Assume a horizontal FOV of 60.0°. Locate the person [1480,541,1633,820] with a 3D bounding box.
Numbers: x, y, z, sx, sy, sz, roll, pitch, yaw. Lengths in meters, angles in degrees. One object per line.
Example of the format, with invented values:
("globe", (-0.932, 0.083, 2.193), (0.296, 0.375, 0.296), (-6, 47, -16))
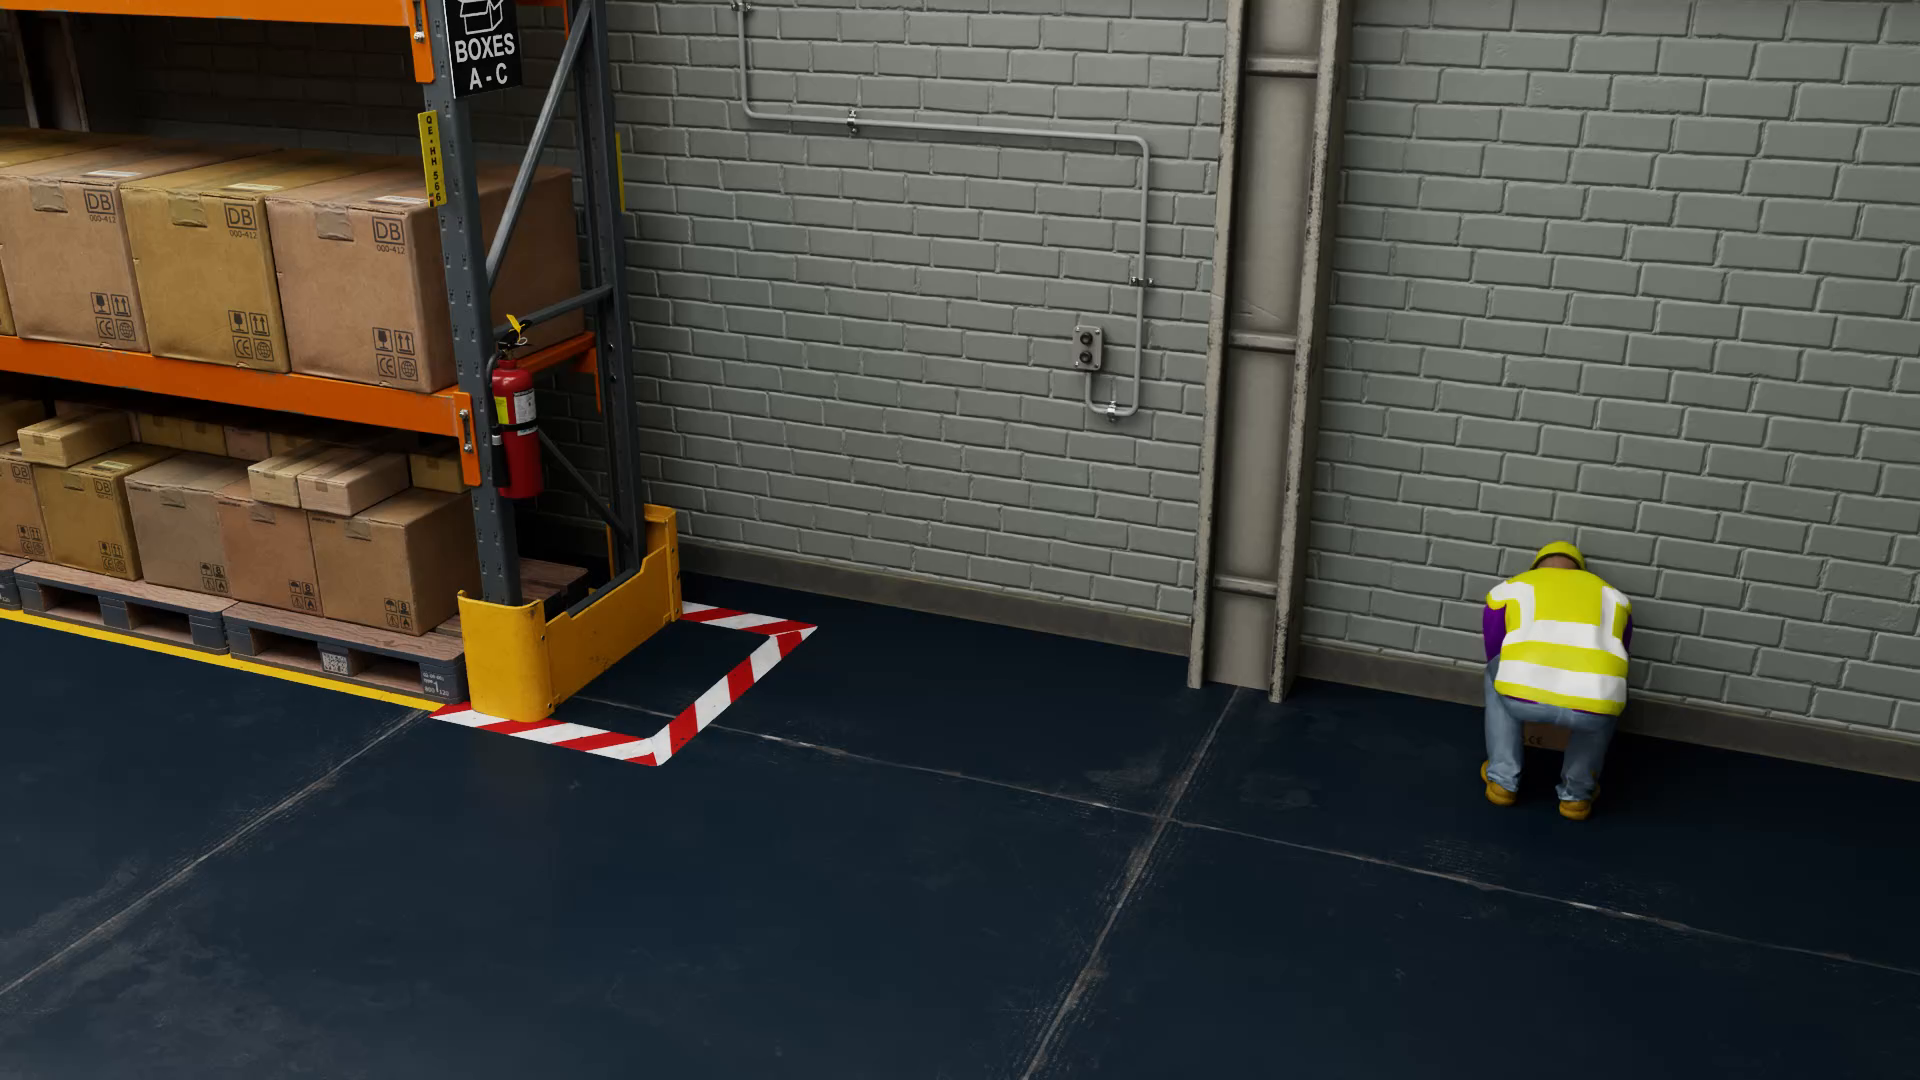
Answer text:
("person", (2.167, 0.517, 6.117), (0.523, 0.804, 0.968), (8, 24, 19))
